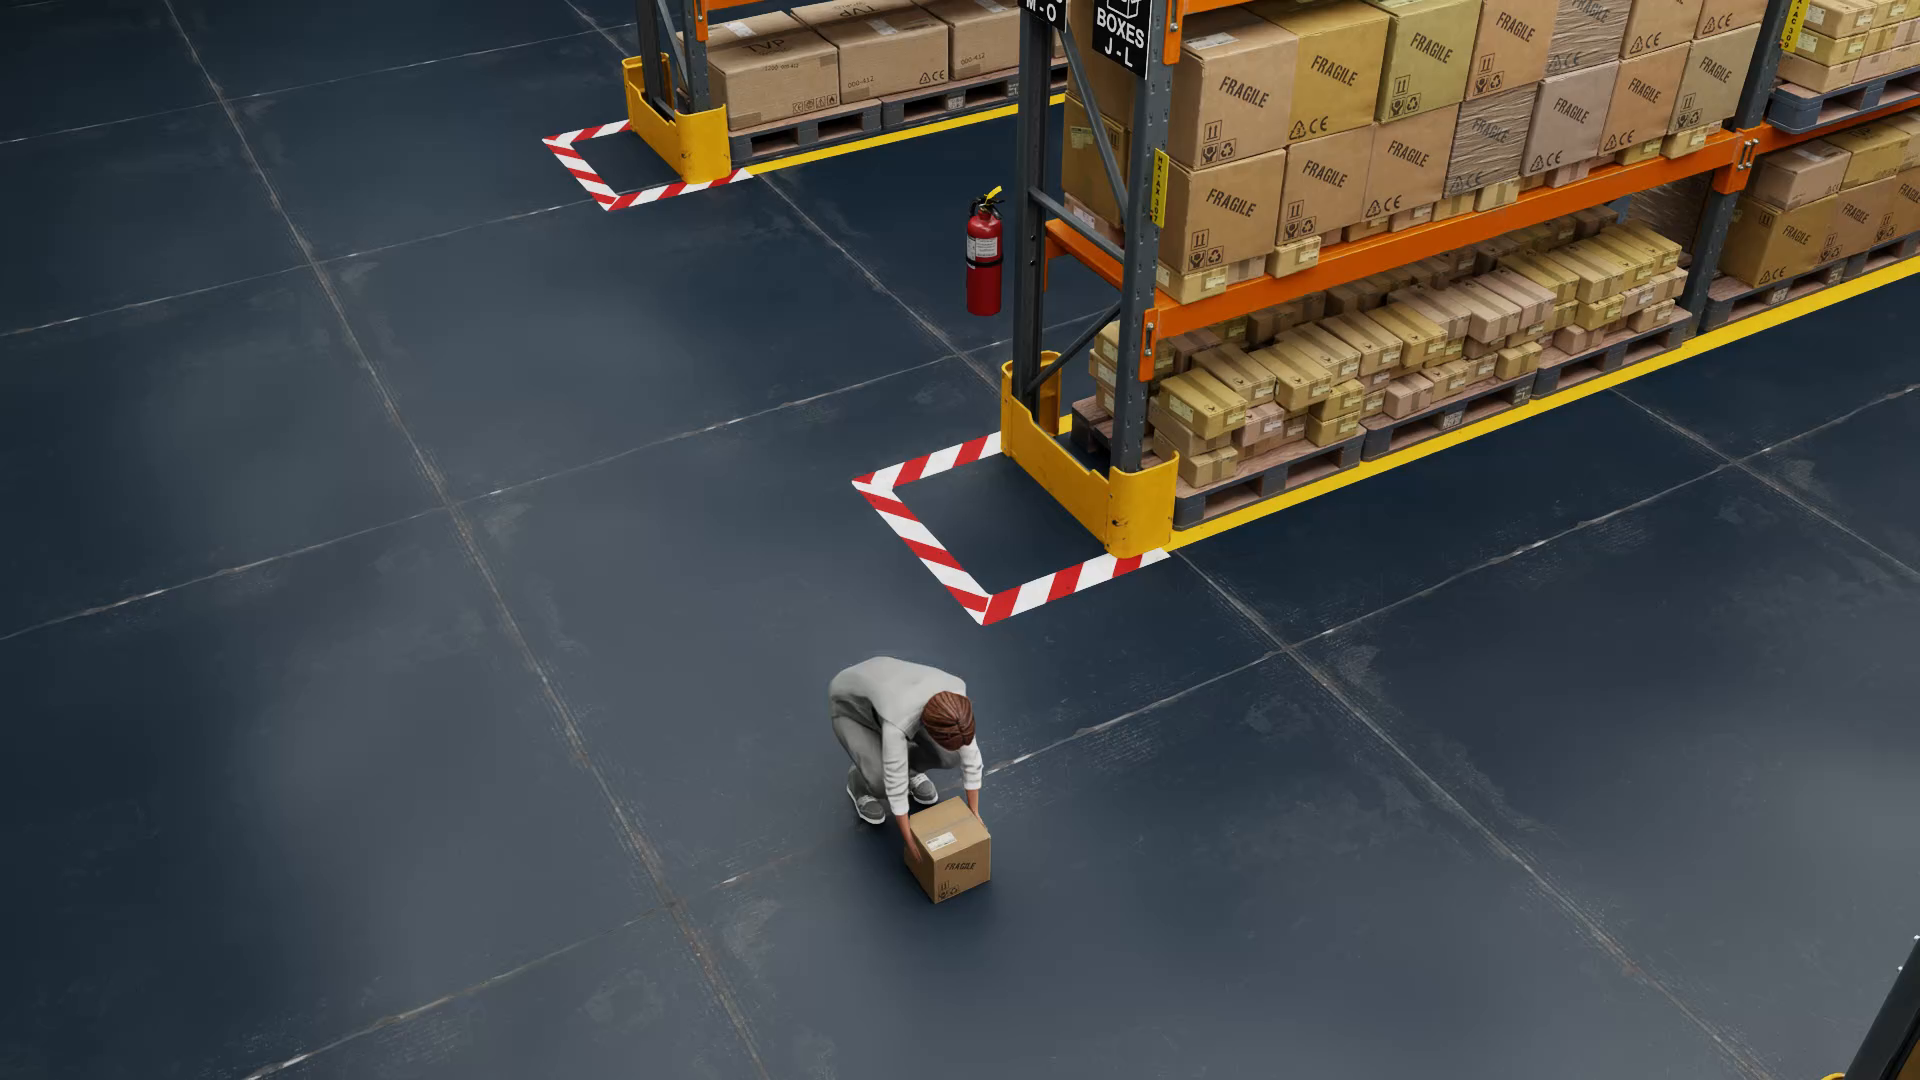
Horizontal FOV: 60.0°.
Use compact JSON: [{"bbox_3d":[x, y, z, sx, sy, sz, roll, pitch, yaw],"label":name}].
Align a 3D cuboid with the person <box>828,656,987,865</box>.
[{"bbox_3d":[-0.217,0.783,6.543,0.440,0.829,0.804,-19,41,-24],"label":"person"}]
